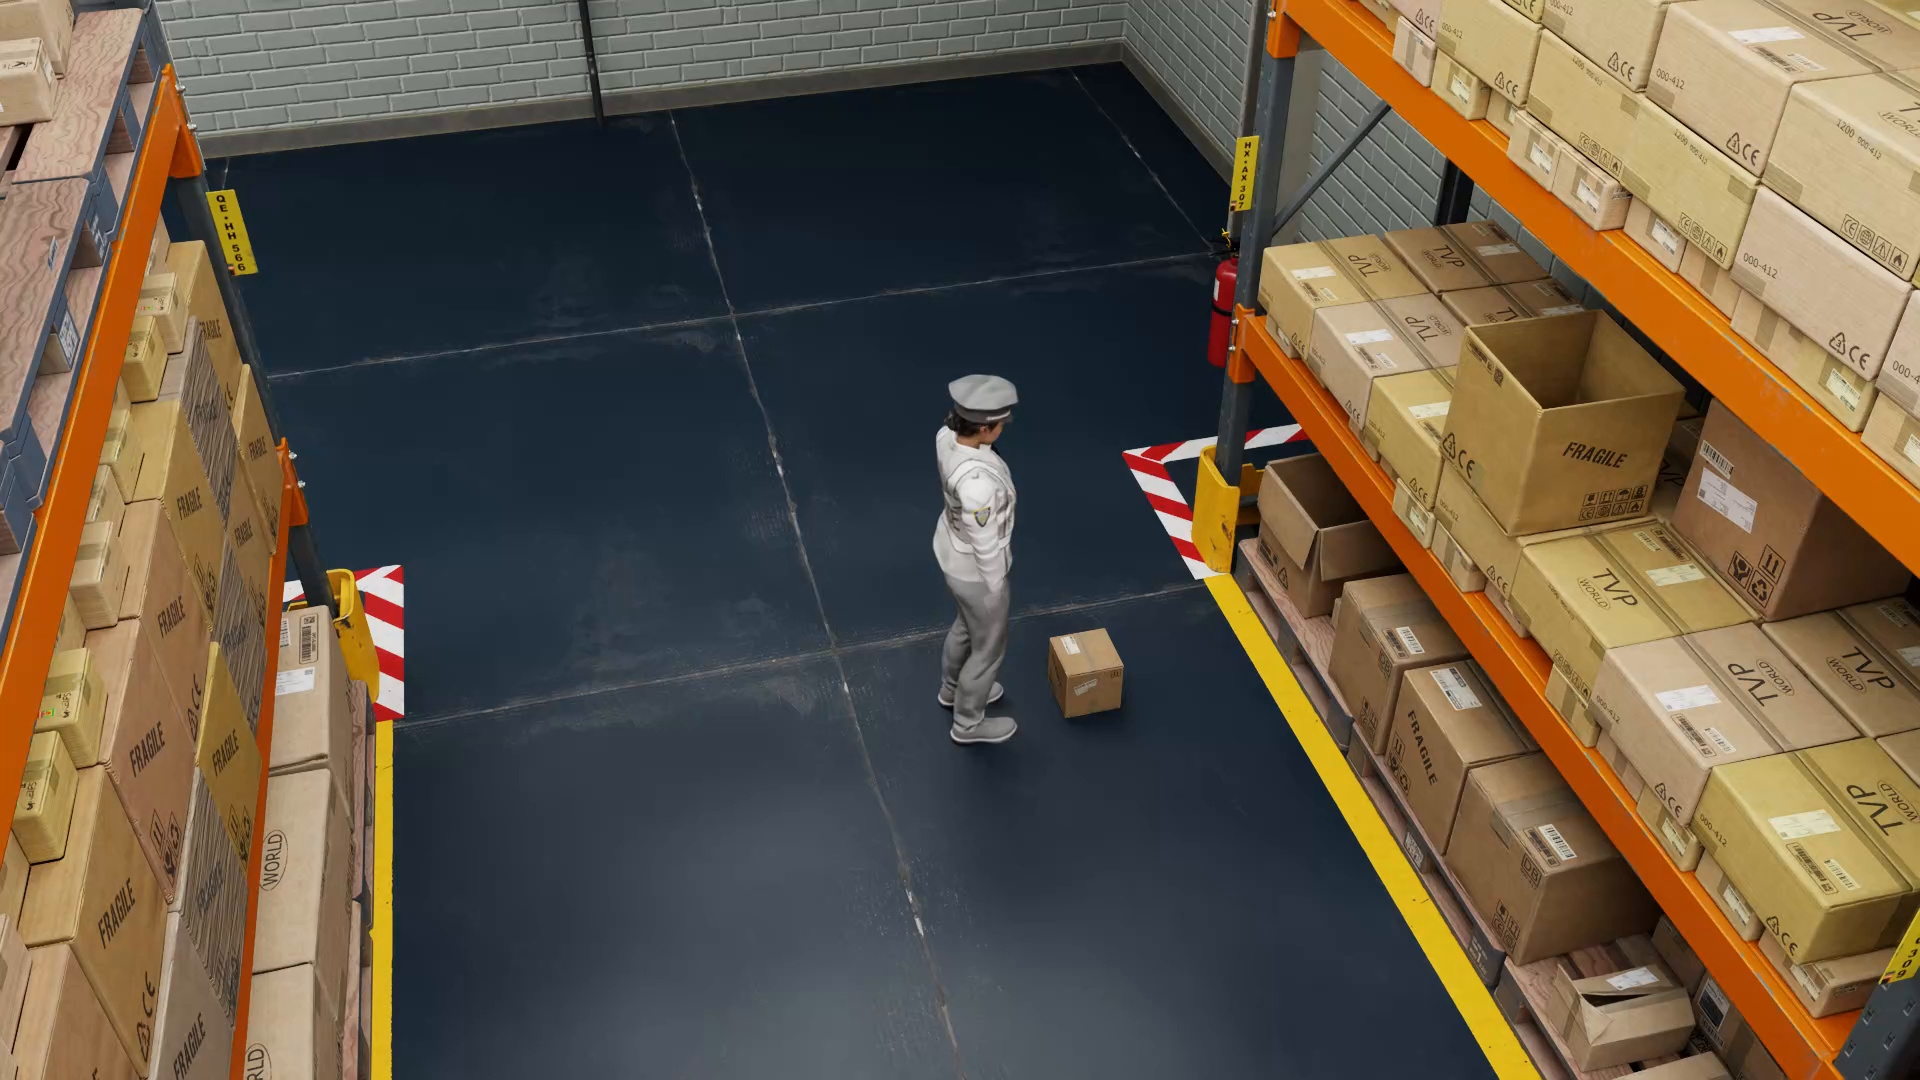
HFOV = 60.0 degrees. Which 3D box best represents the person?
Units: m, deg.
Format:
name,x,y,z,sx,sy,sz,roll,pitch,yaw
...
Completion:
name,x,y,z,sx,sy,sz,roll,pitch,yaw
person,0.062,0.086,6.613,0.326,1.662,0.473,-9,39,-11
